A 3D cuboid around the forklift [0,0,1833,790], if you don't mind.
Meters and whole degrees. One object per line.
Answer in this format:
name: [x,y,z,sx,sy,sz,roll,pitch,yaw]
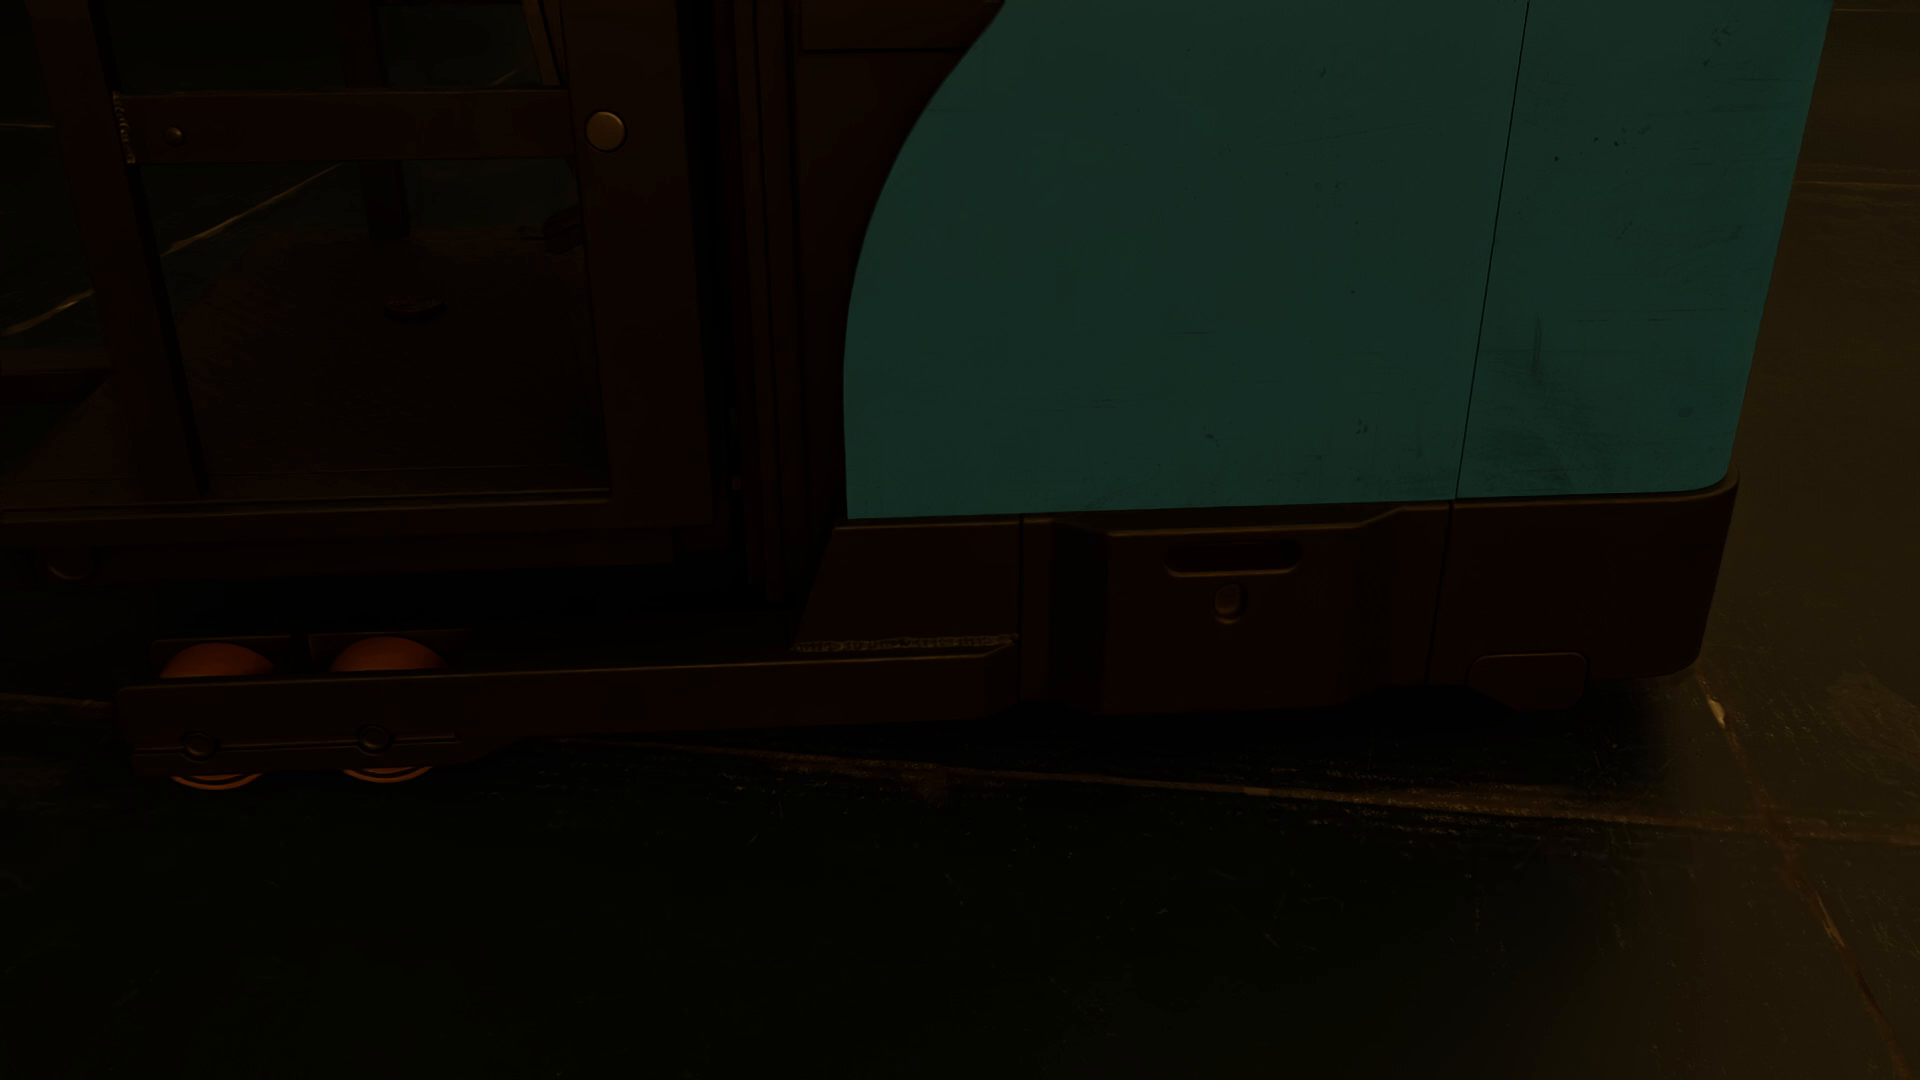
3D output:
forklift: [-0.615,-1.268,1.758,3.031,2.935,1.130,-2,27,-4]
